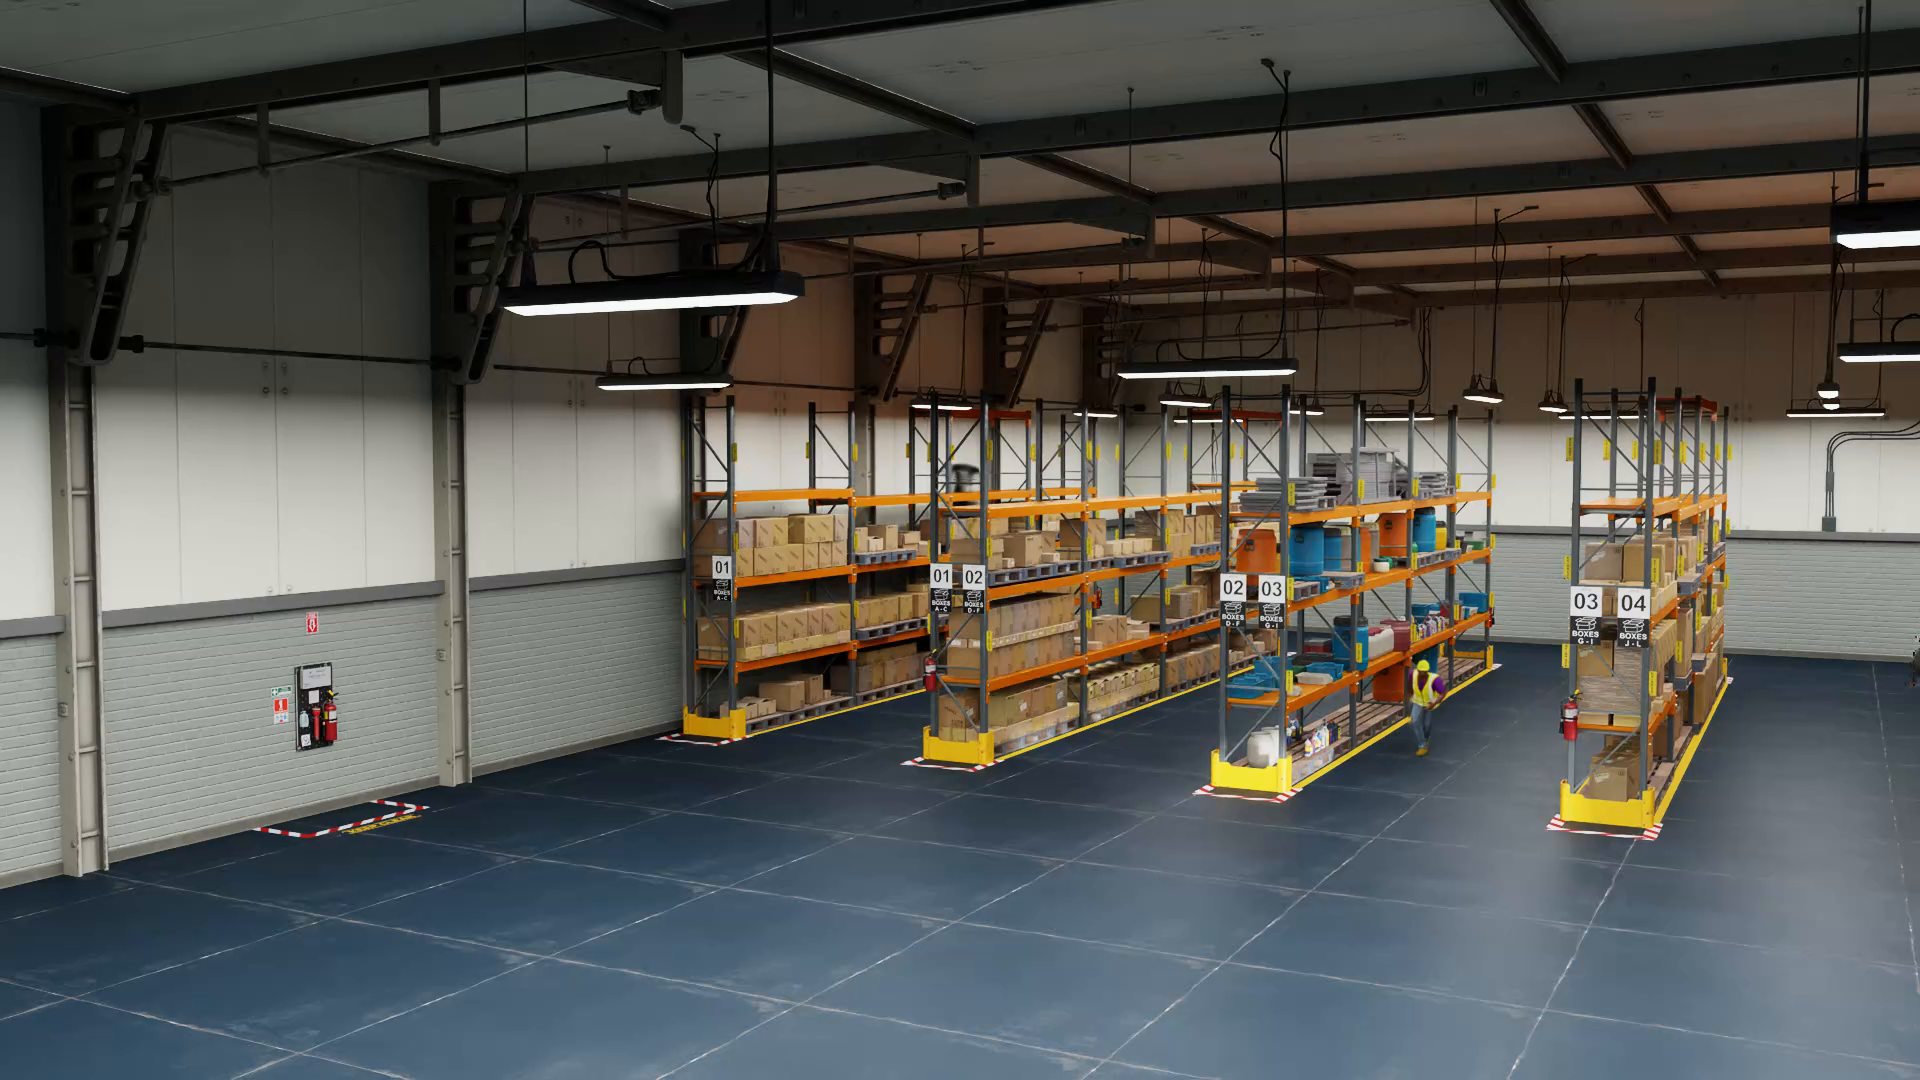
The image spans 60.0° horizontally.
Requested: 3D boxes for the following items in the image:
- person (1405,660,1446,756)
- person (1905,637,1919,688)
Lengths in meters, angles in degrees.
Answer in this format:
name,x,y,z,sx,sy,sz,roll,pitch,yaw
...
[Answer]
name,x,y,z,sx,sy,sz,roll,pitch,yaw
person,7.721,2.729,27.533,0.704,1.584,1.117,2,3,27
person,20.573,2.347,35.216,0.840,1.684,0.587,0,3,-2
